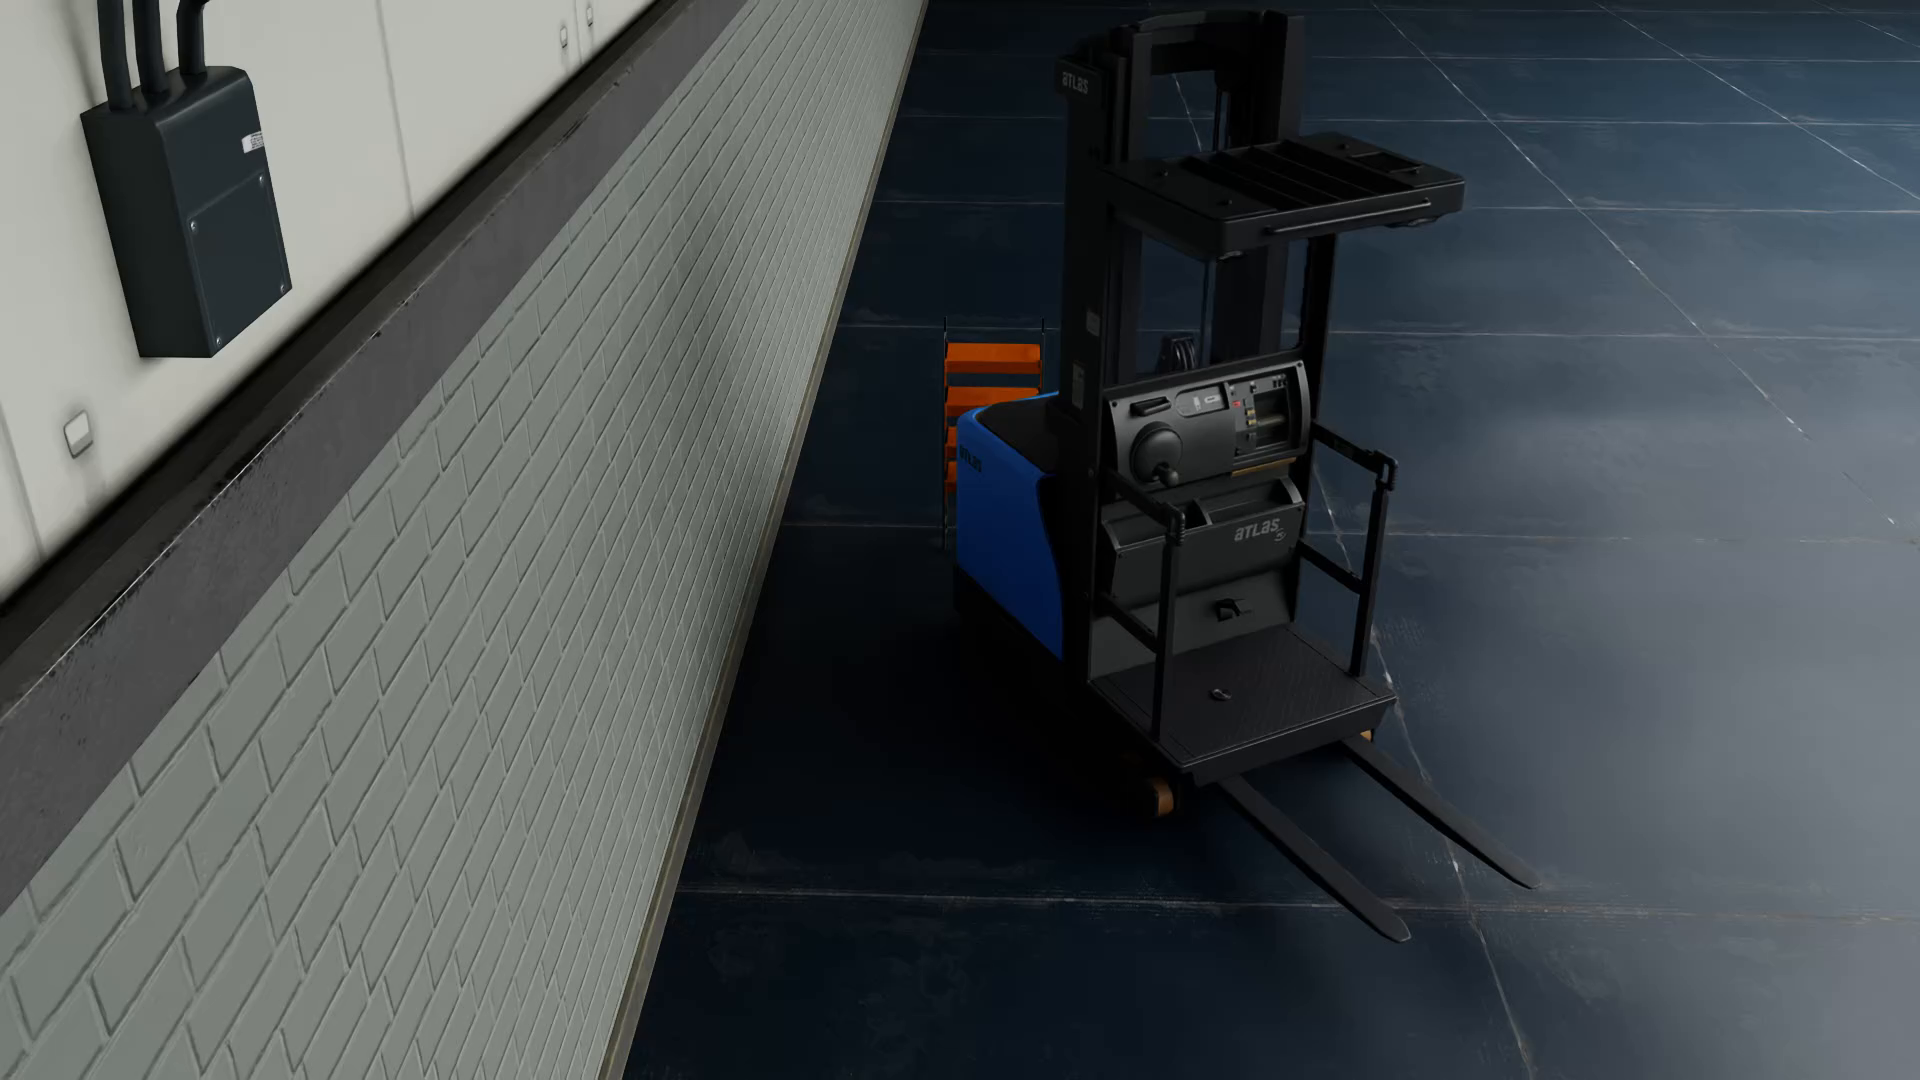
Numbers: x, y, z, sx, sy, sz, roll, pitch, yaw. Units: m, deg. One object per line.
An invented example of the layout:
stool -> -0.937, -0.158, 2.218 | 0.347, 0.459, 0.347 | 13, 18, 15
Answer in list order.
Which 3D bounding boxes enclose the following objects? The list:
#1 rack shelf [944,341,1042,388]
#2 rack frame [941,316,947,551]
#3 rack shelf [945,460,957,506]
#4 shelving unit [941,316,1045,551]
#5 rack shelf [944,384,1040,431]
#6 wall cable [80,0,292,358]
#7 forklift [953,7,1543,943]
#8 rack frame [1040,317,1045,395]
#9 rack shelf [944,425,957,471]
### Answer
rack shelf -> 0.165, -0.875, 8.280 | 0.480, 0.148, 0.258 | 1, 28, 2
rack frame -> -0.078, -0.531, 8.471 | 0.015, 1.200, 0.240 | 1, 28, 2
rack shelf -> 0.165, -0.293, 8.588 | 0.480, 0.148, 0.258 | 1, 28, 2
shelving unit -> 0.165, -0.527, 8.464 | 0.503, 1.200, 0.258 | 1, 28, 2
rack shelf -> 0.165, -0.666, 8.391 | 0.480, 0.148, 0.258 | 1, 28, 2
wall cable -> -1.083, -3.456, 2.030 | 0.169, 6.003, 2.305 | 1, 28, 2
forklift -> 1.095, -0.423, 6.419 | 1.130, 2.935, 3.031 | -14, 31, -24
rack frame -> 0.409, -0.523, 8.456 | 0.015, 1.200, 0.240 | 1, 28, 2
rack shelf -> 0.165, -0.468, 8.495 | 0.480, 0.148, 0.258 | 1, 28, 2
